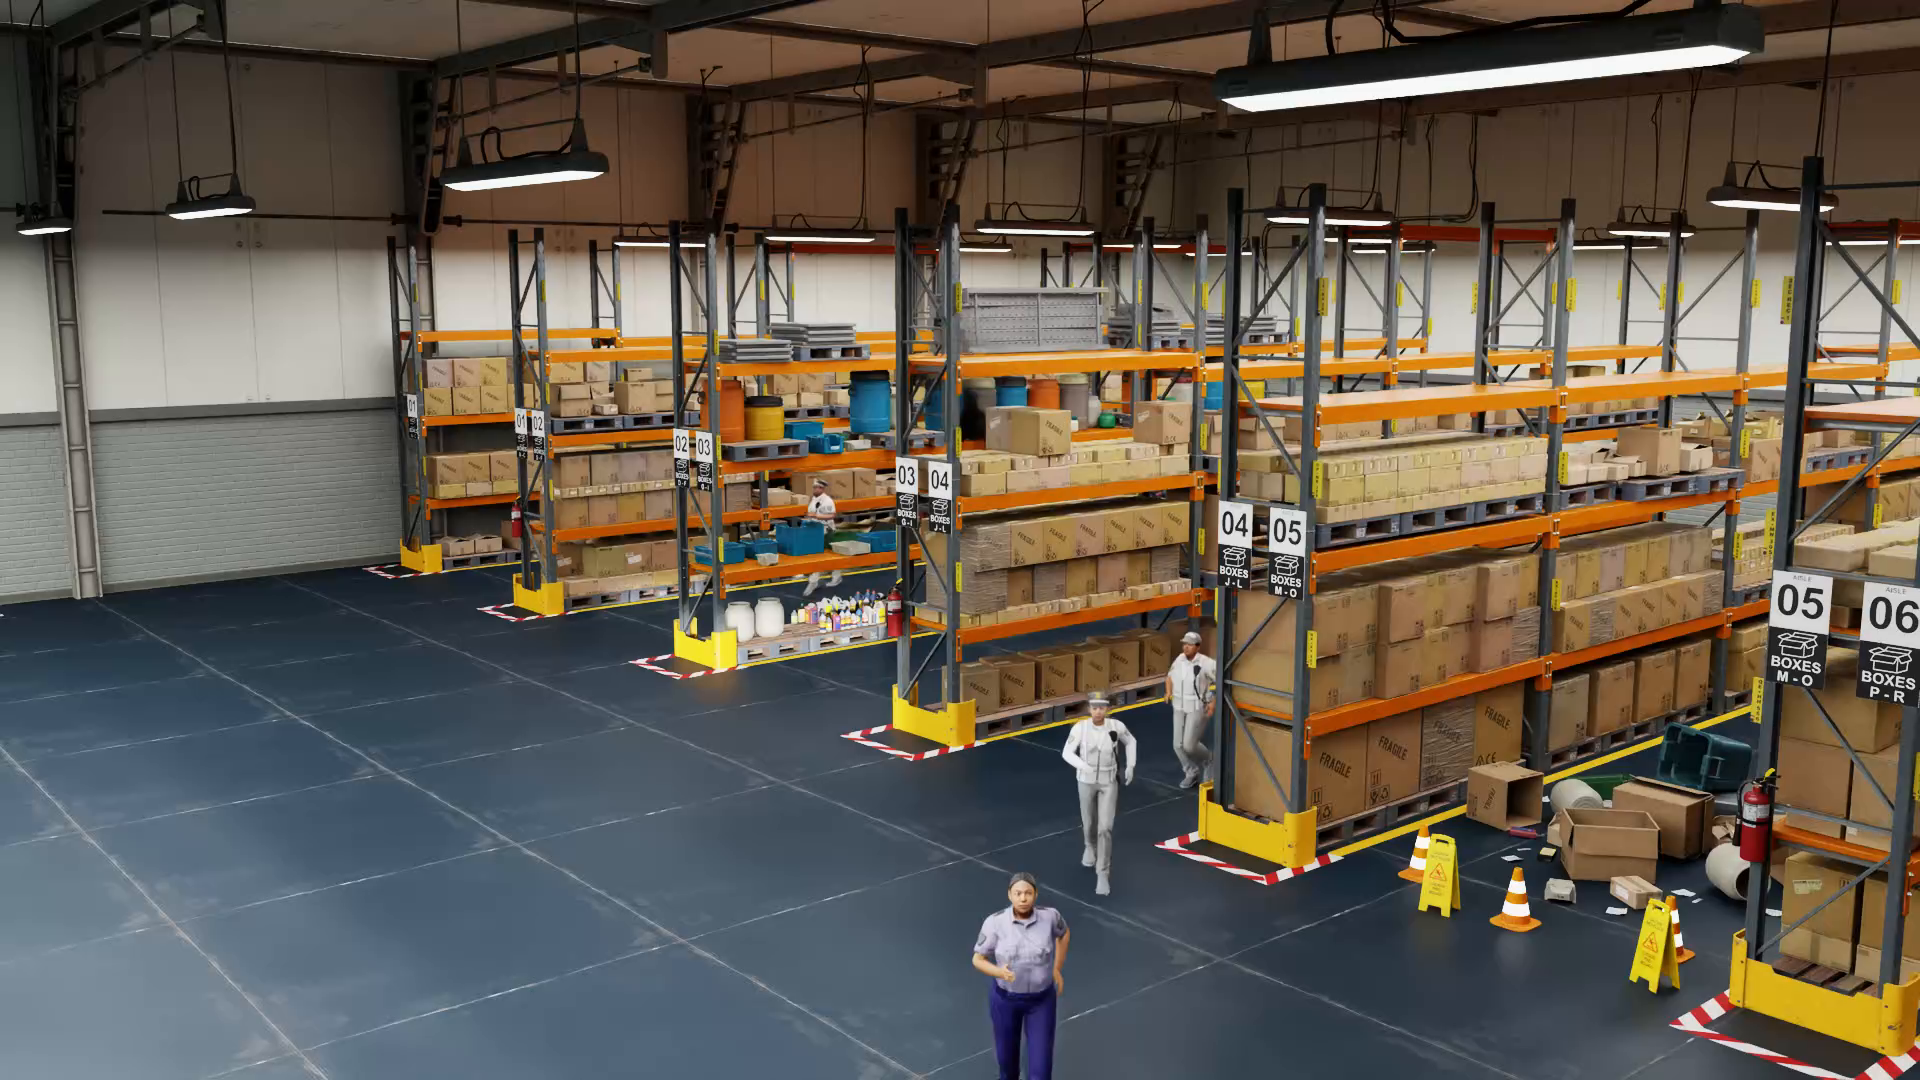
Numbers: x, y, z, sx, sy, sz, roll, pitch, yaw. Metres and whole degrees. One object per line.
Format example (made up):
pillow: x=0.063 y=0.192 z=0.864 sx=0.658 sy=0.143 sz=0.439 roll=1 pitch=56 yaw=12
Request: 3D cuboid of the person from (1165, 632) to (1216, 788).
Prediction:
person: x=2.362 y=1.752 z=17.098 sx=0.657 sy=1.634 sz=0.531 roll=8 pitch=12 yaw=43

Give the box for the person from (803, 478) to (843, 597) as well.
person: x=-2.193 y=-0.052 z=26.600 sx=0.768 sy=1.902 sz=0.626 roll=-9 pitch=12 yaw=-44

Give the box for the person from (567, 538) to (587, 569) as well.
person: x=-6.620 y=-0.050 z=28.626 sx=0.647 sy=1.700 sz=0.653 roll=-8 pitch=12 yaw=-41

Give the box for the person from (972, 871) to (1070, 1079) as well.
person: x=0.374 y=2.812 z=10.046 sx=0.598 sy=1.669 sz=0.876 roll=0 pitch=9 yaw=0

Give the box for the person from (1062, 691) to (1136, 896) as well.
person: x=1.207 y=2.131 z=14.445 sx=0.629 sy=1.742 sz=0.796 roll=1 pitch=9 yaw=7
